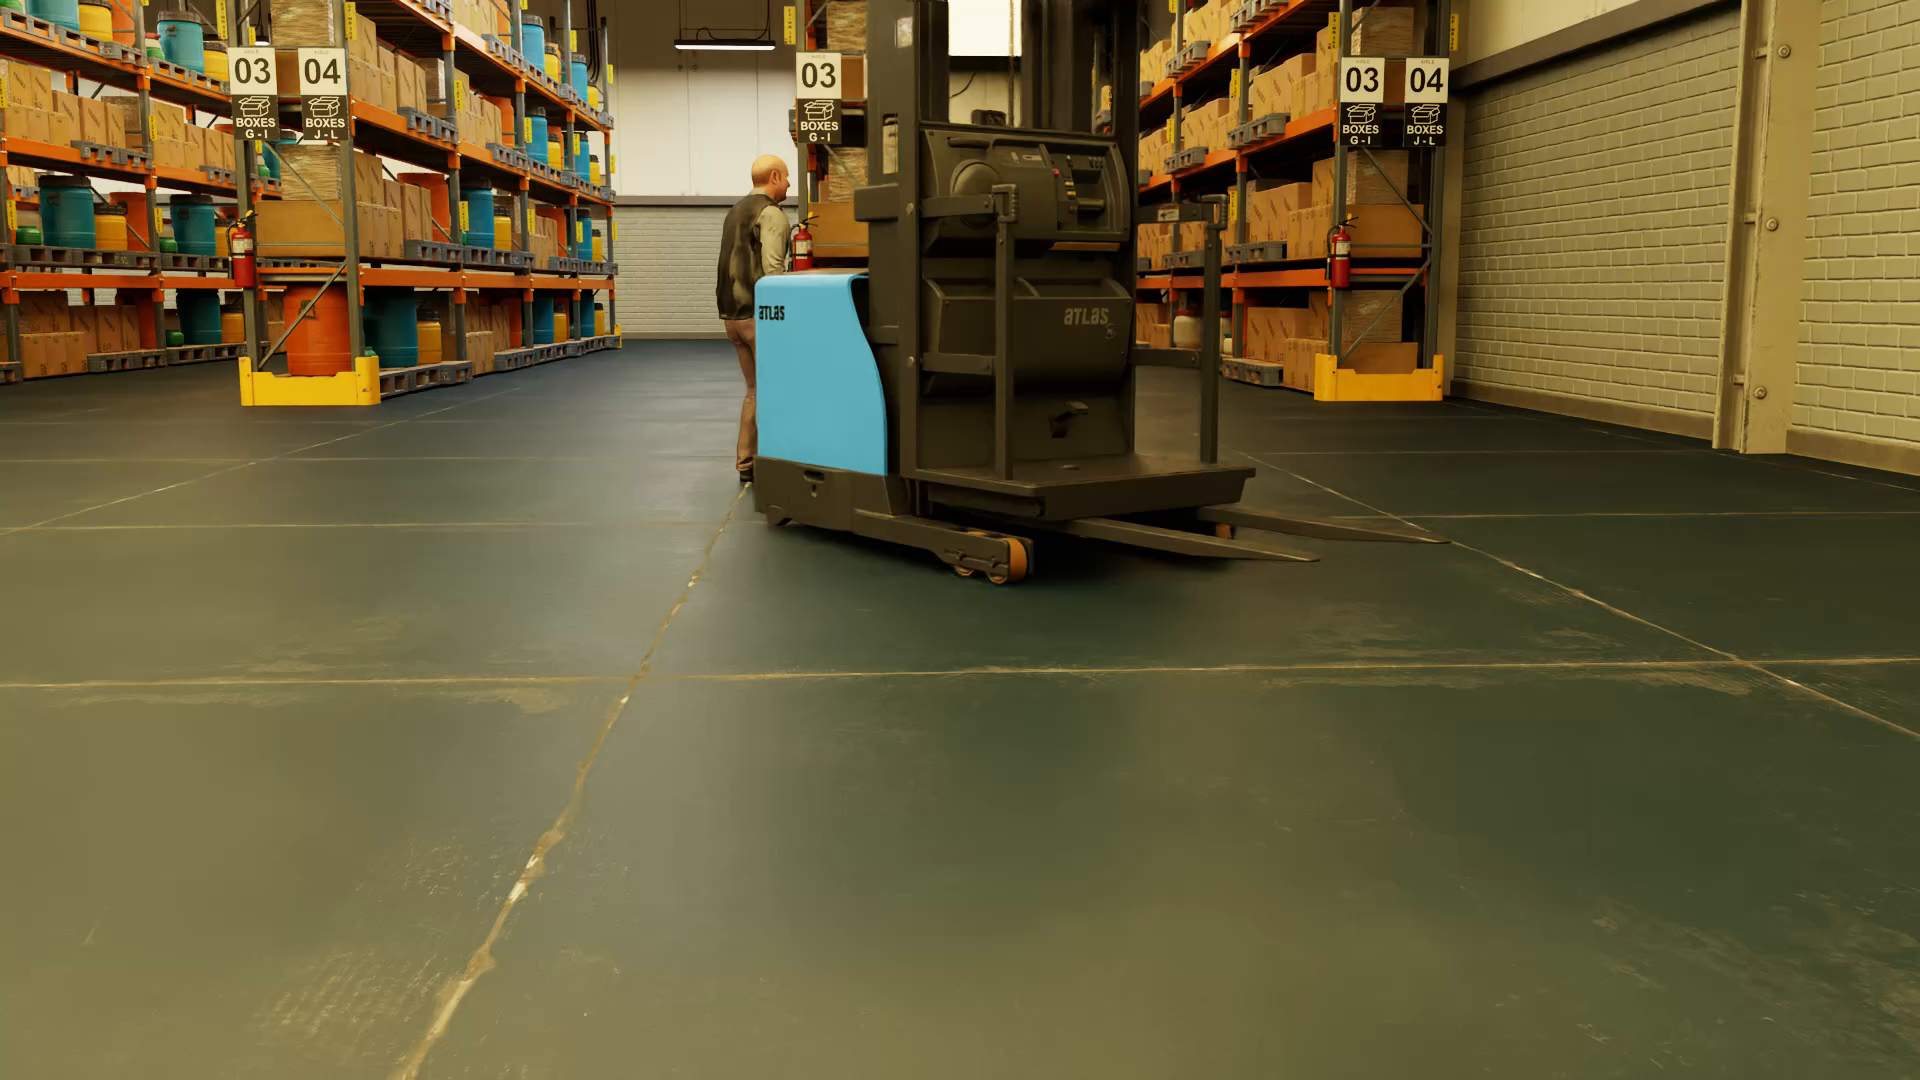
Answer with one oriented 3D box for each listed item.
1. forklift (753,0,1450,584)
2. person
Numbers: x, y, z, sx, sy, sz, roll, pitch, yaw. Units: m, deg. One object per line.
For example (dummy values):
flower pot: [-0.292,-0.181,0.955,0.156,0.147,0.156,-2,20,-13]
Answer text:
forklift: [0.392,-1.377,6.103,1.130,2.935,3.031,-6,10,-36]
person: [-1.055,-1.159,8.764,0.421,1.720,0.590,-5,10,-30]
